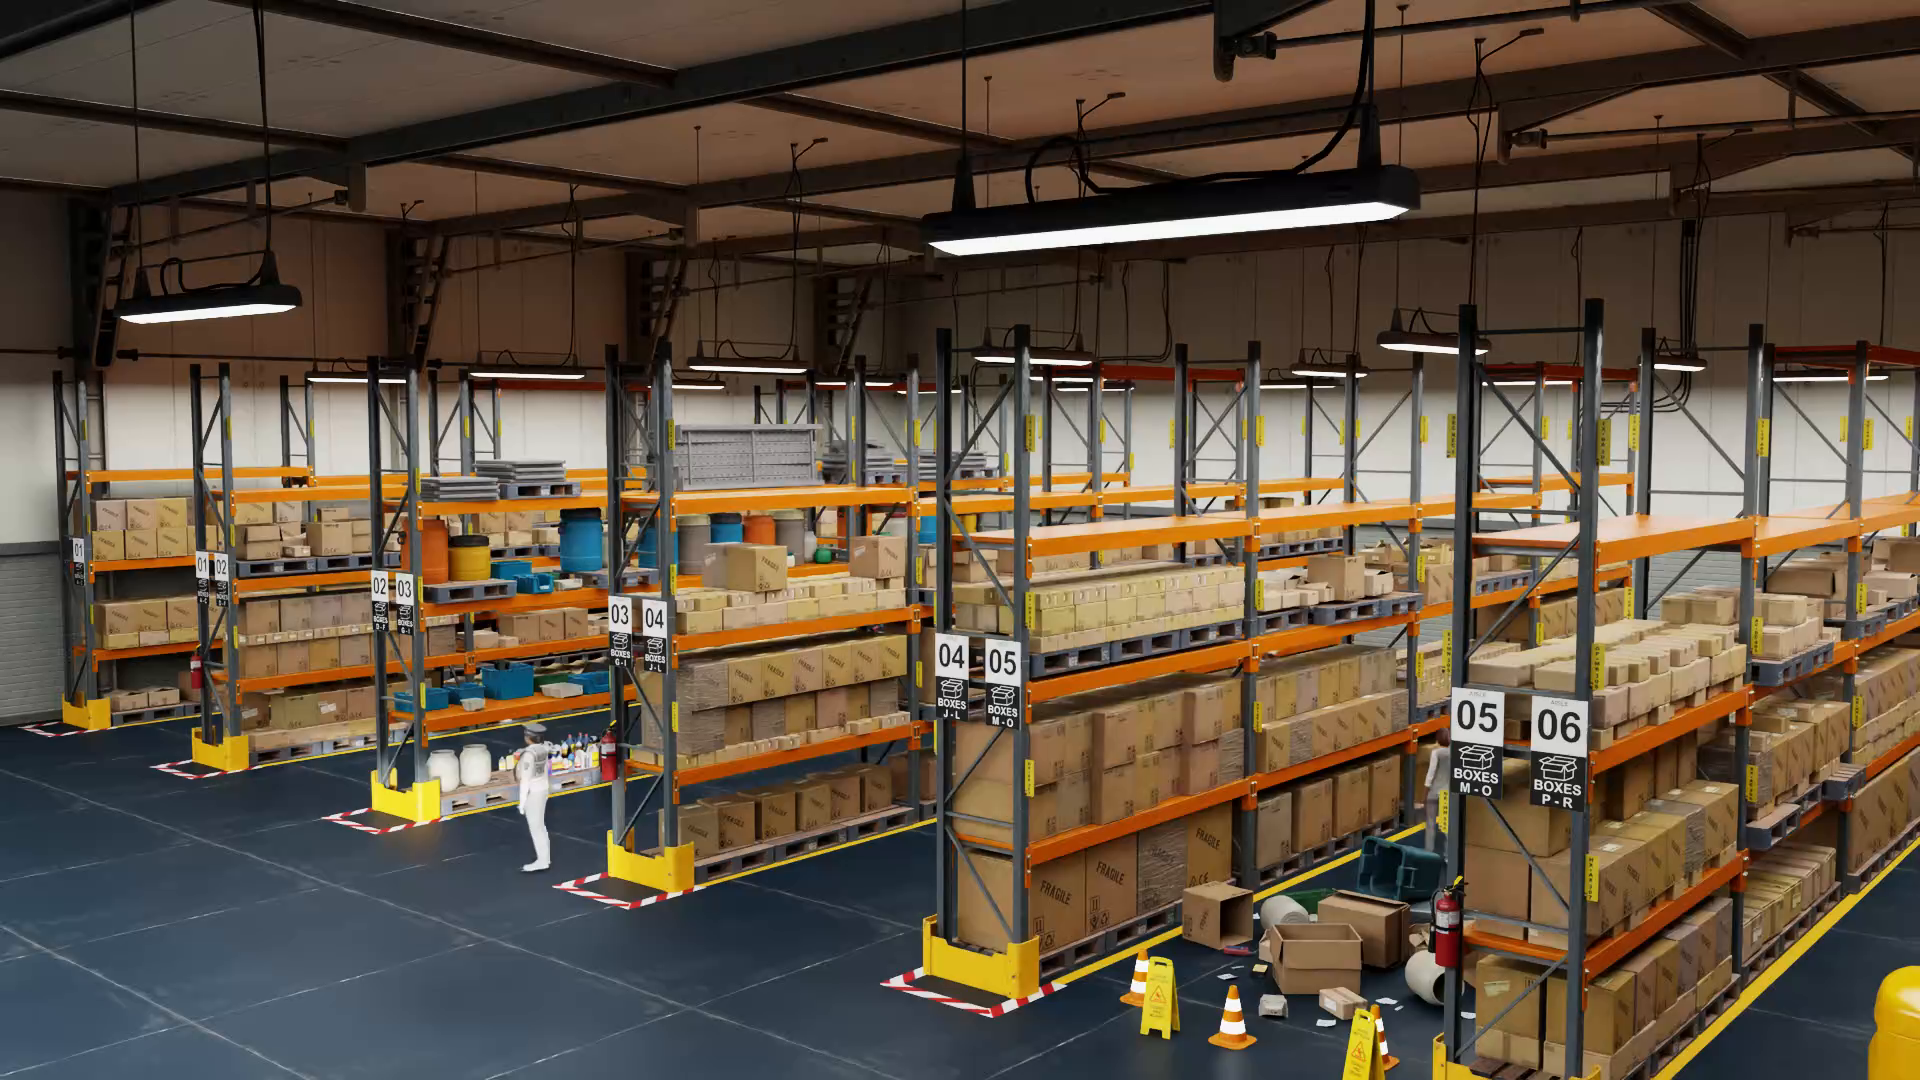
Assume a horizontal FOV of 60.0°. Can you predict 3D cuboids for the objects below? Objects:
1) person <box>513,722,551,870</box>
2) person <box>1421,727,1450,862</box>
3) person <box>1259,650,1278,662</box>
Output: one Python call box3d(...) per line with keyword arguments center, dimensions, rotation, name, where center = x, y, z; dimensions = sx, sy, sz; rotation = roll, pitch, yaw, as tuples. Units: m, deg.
box3d(center=(-4.910, 2.956, 19.107), dimensions=(0.361, 1.719, 0.574), rotation=(1, 4, 9), name="person")
box3d(center=(5.621, 2.980, 19.421), dimensions=(0.455, 1.612, 0.346), rotation=(1, 4, 9), name="person")
box3d(center=(4.622, 2.441, 25.606), dimensions=(0.573, 1.763, 0.537), rotation=(0, 4, 4), name="person")
